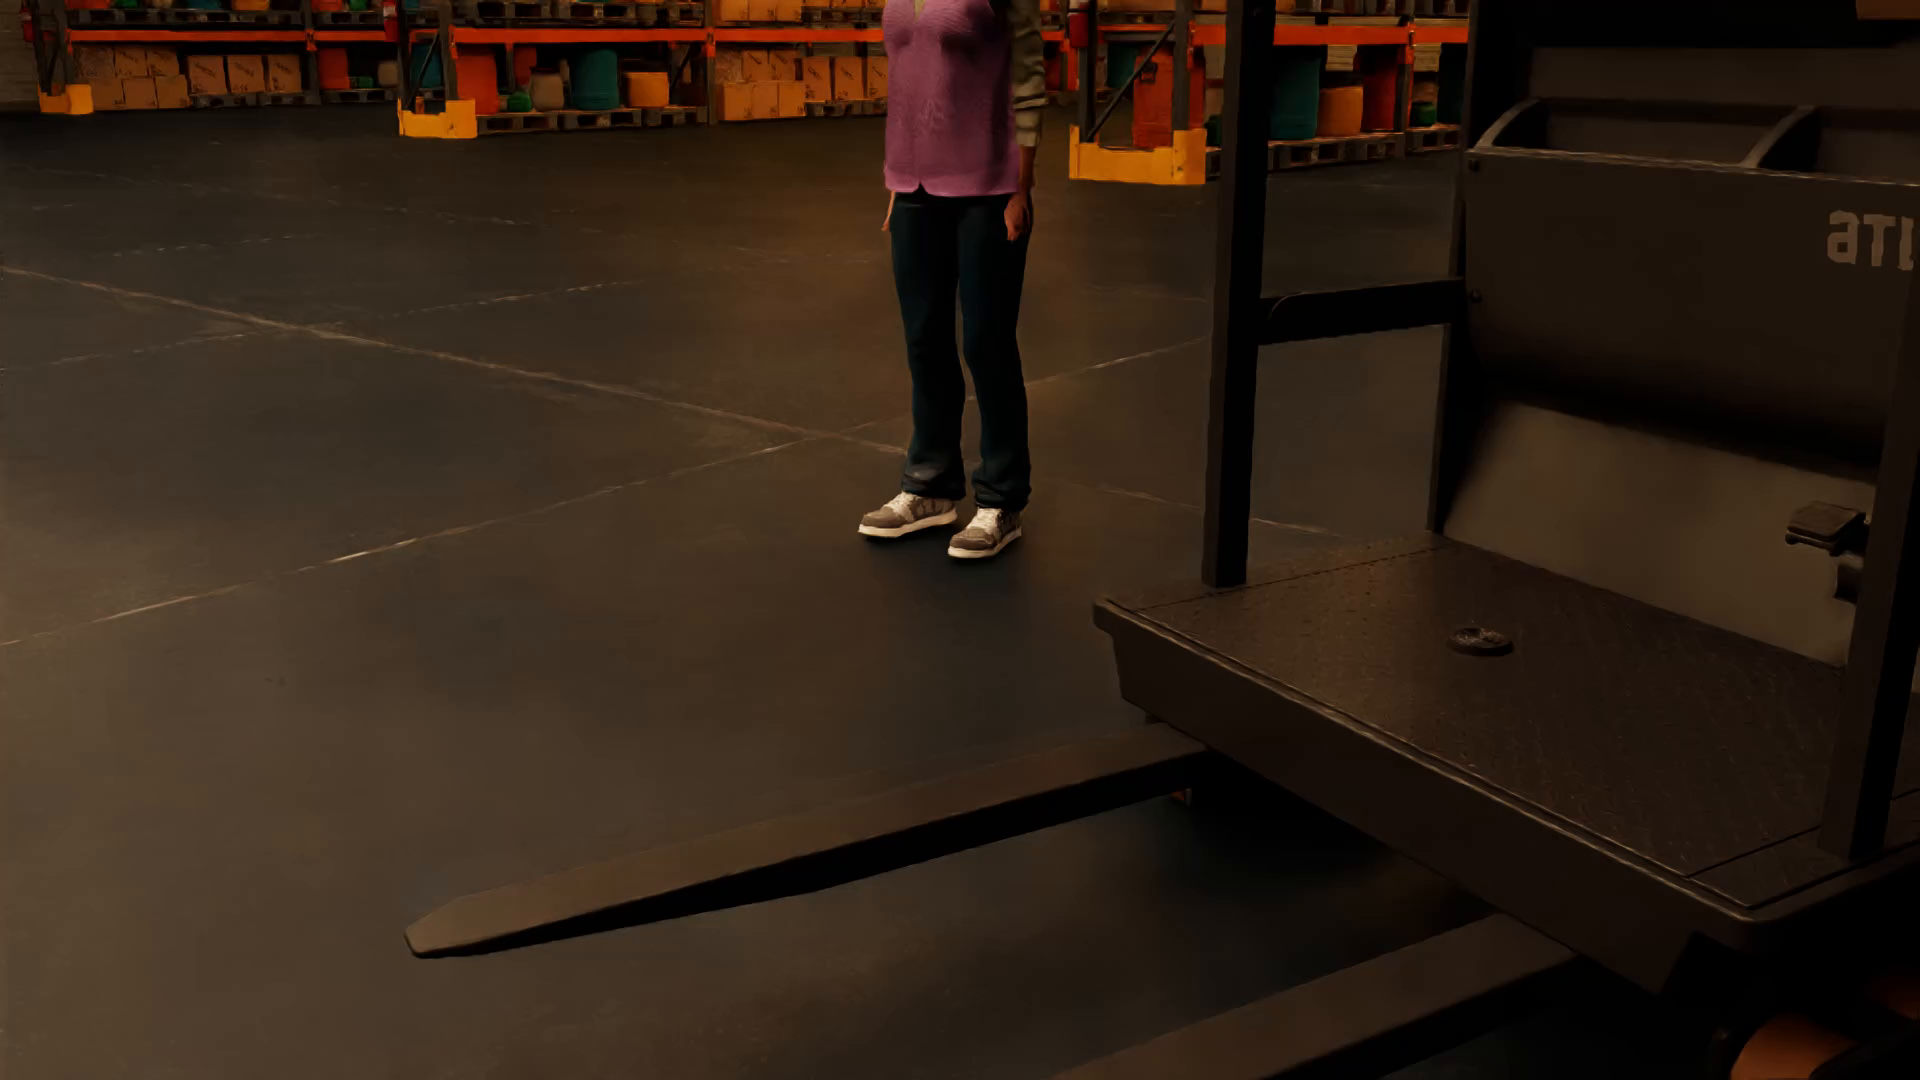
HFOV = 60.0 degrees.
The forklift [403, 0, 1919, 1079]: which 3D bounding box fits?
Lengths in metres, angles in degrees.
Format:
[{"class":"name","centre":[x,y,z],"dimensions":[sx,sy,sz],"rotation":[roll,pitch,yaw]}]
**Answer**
[{"class":"forklift","centre":[0.873,-0.909,1.891],"dimensions":[3.031,2.935,1.130],"rotation":[-10,19,-29]}]

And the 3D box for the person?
[{"class":"person","centre":[-0.006,-0.764,3.702],"dimensions":[0.405,1.604,0.311],"rotation":[13,21,37]}]
